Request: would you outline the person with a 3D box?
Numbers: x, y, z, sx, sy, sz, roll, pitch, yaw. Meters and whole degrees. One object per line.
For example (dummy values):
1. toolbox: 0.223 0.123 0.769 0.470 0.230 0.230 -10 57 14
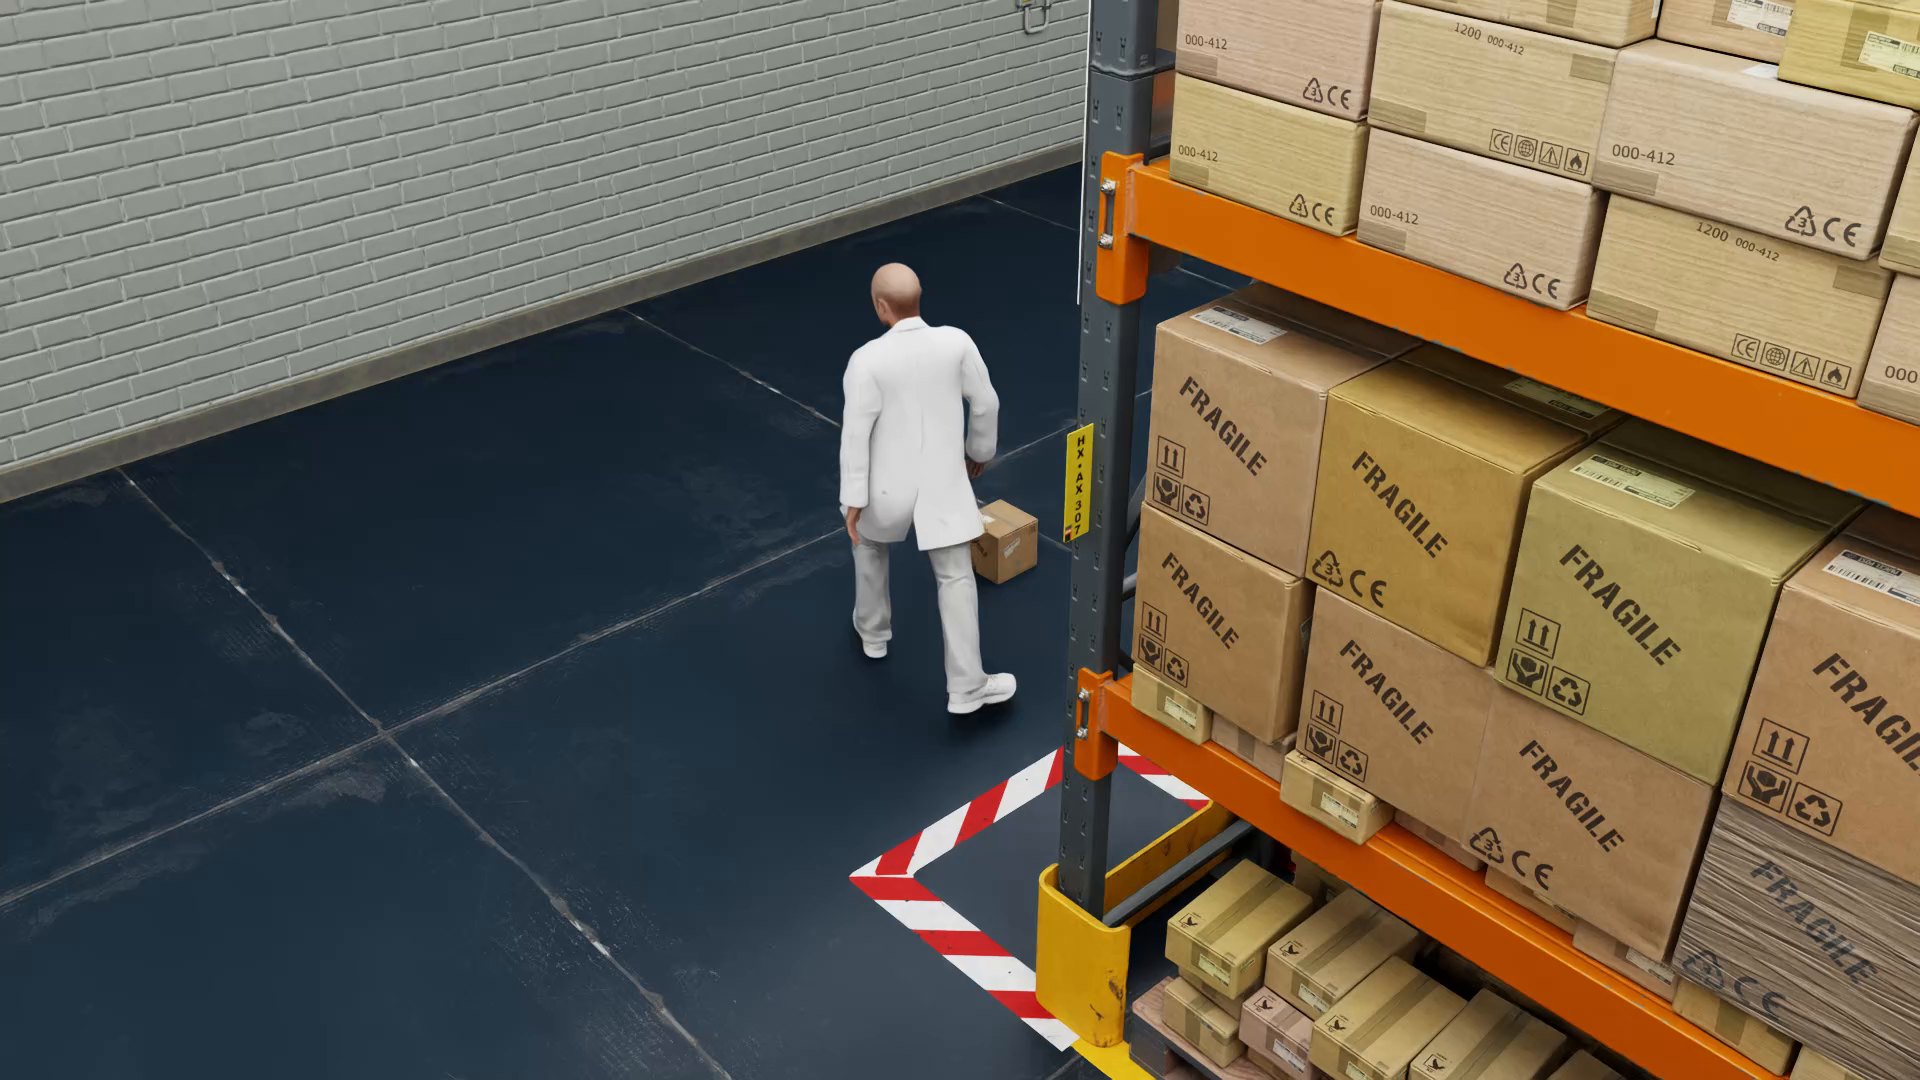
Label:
1. person: -0.140 -0.191 6.500 0.666 1.715 0.968 -6 32 -9
